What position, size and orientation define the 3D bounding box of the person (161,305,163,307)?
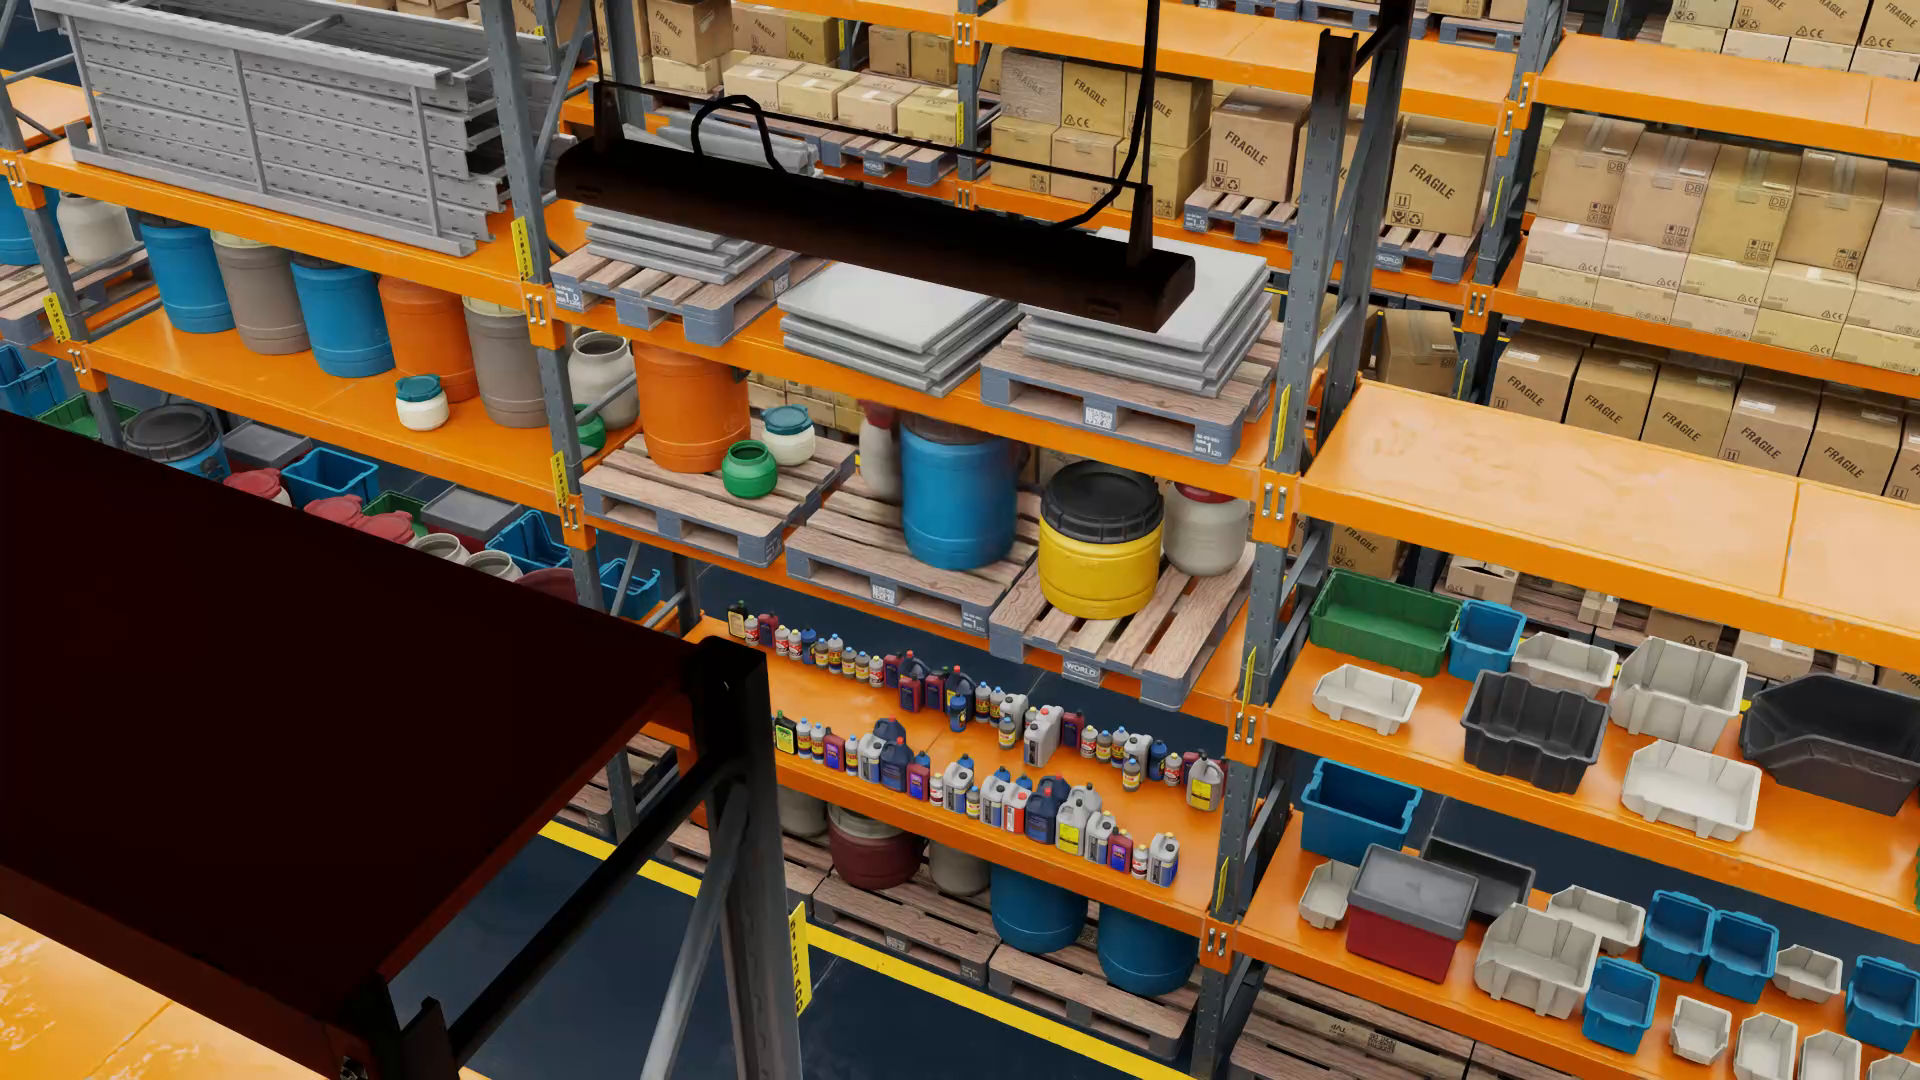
[{"bbox_3d":[-7.336,-2.372,15.707,0.986,1.718,0.558,-6,35,-8],"label":"person"}]
